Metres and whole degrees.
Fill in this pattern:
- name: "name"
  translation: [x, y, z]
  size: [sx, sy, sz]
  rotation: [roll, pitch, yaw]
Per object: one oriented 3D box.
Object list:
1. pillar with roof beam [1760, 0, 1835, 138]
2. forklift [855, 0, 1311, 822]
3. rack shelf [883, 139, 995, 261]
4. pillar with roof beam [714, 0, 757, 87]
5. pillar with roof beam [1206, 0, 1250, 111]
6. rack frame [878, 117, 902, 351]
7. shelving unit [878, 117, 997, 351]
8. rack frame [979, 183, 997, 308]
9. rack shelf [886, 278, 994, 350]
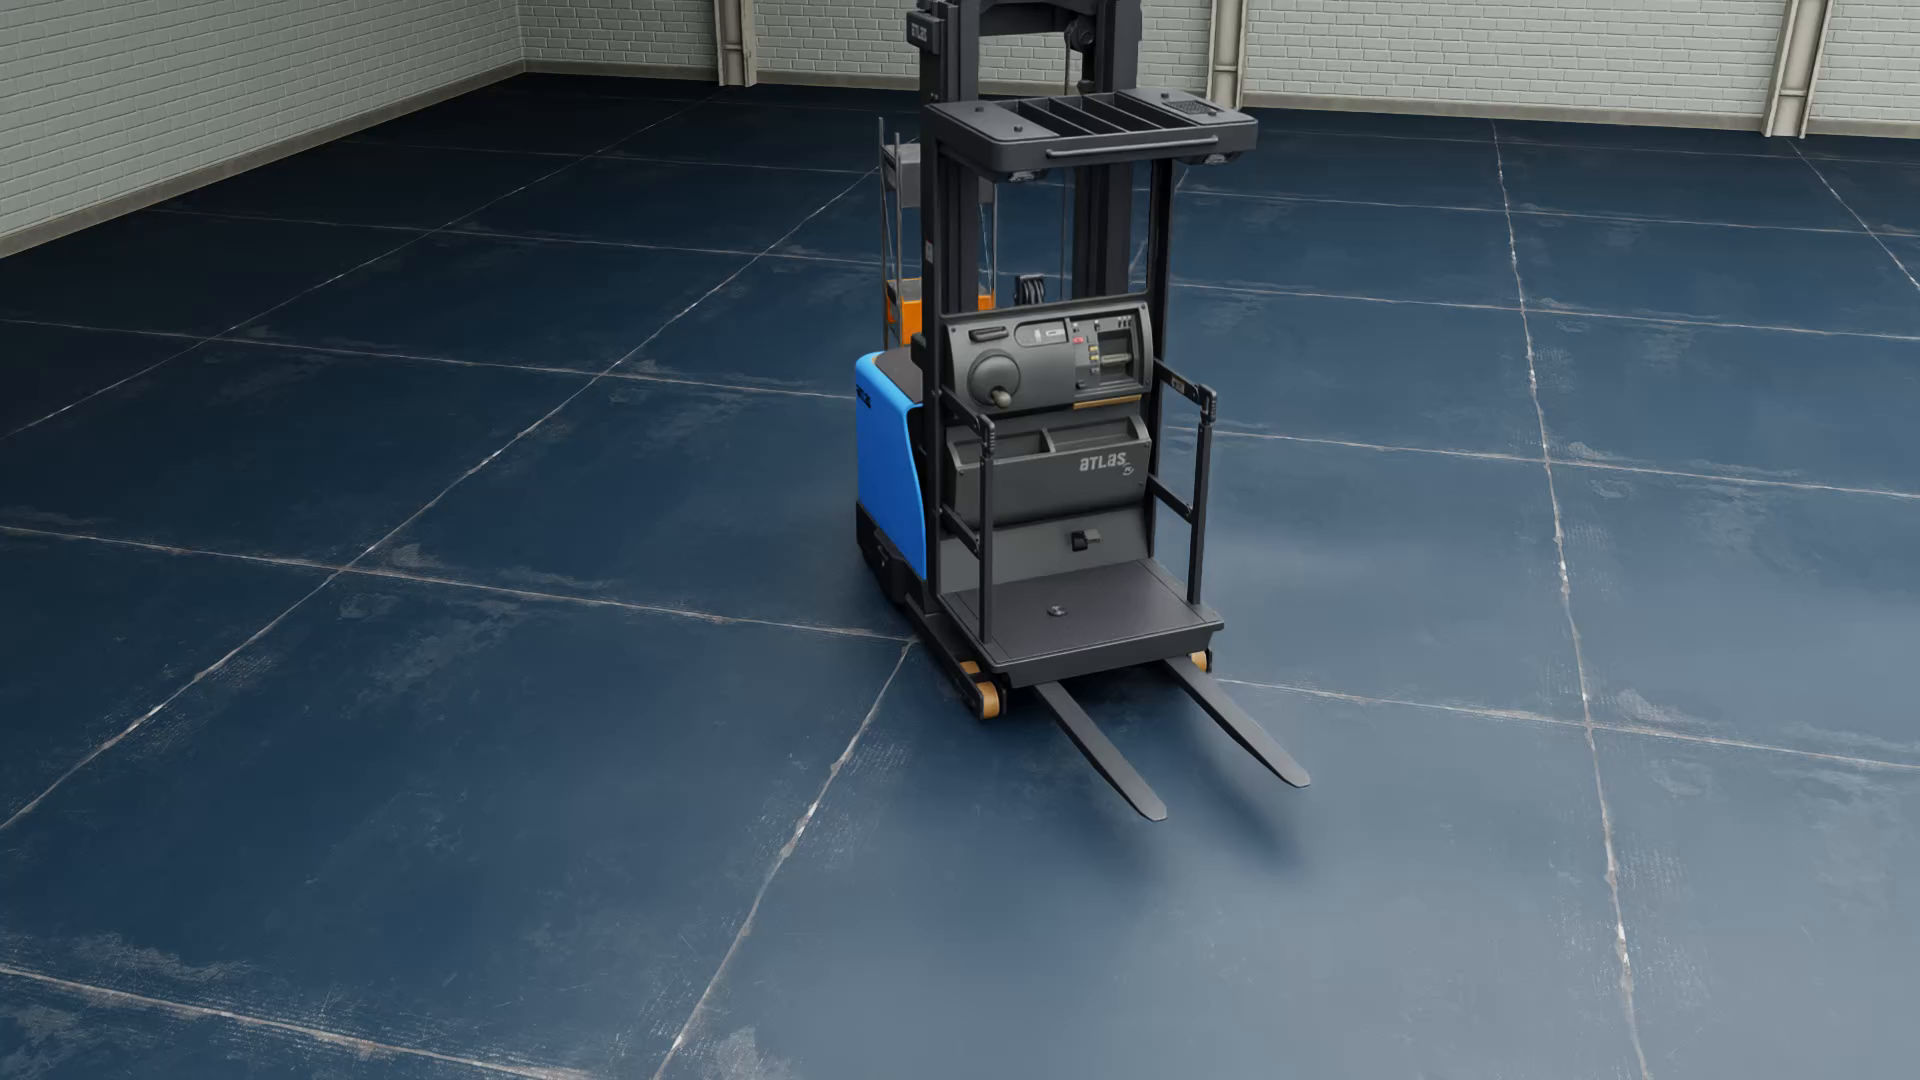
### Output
- name: "pillar with roof beam"
  translation: [7.798, -6.646, 12.241]
  size: [0.400, 9.000, 9.100]
  rotation: [6, 26, 13]
- name: "forklift"
  translation: [0.472, -0.754, 6.924]
  size: [1.130, 2.935, 3.031]
  rotation: [-9, 27, -19]
- name: "rack shelf"
  translation: [-0.113, -1.724, 8.332]
  size: [0.480, 0.518, 0.431]
  rotation: [-6, 26, -13]
- name: "pillar with roof beam"
  translation: [-3.824, -7.931, 14.940]
  size: [0.400, 9.000, 9.100]
  rotation: [6, 26, 13]
- name: "pillar with roof beam"
  translation: [1.987, -7.289, 13.591]
  size: [0.400, 9.000, 9.100]
  rotation: [6, 26, 13]
- name: "rack frame"
  translation: [-0.349, -1.078, 8.571]
  size: [0.015, 2.100, 0.400]
  rotation: [-6, 26, -13]
- name: "shelving unit"
  translation: [-0.113, -1.105, 8.627]
  size: [0.503, 2.100, 0.431]
  rotation: [-6, 26, -13]
- name: "rack frame"
  translation: [0.123, -1.131, 8.684]
  size: [0.015, 2.100, 0.400]
  rotation: [-6, 26, -13]
- name: "rack shelf"
  translation: [-0.113, -1.092, 8.633]
  size: [0.480, 0.518, 0.431]
  rotation: [-6, 26, -13]
